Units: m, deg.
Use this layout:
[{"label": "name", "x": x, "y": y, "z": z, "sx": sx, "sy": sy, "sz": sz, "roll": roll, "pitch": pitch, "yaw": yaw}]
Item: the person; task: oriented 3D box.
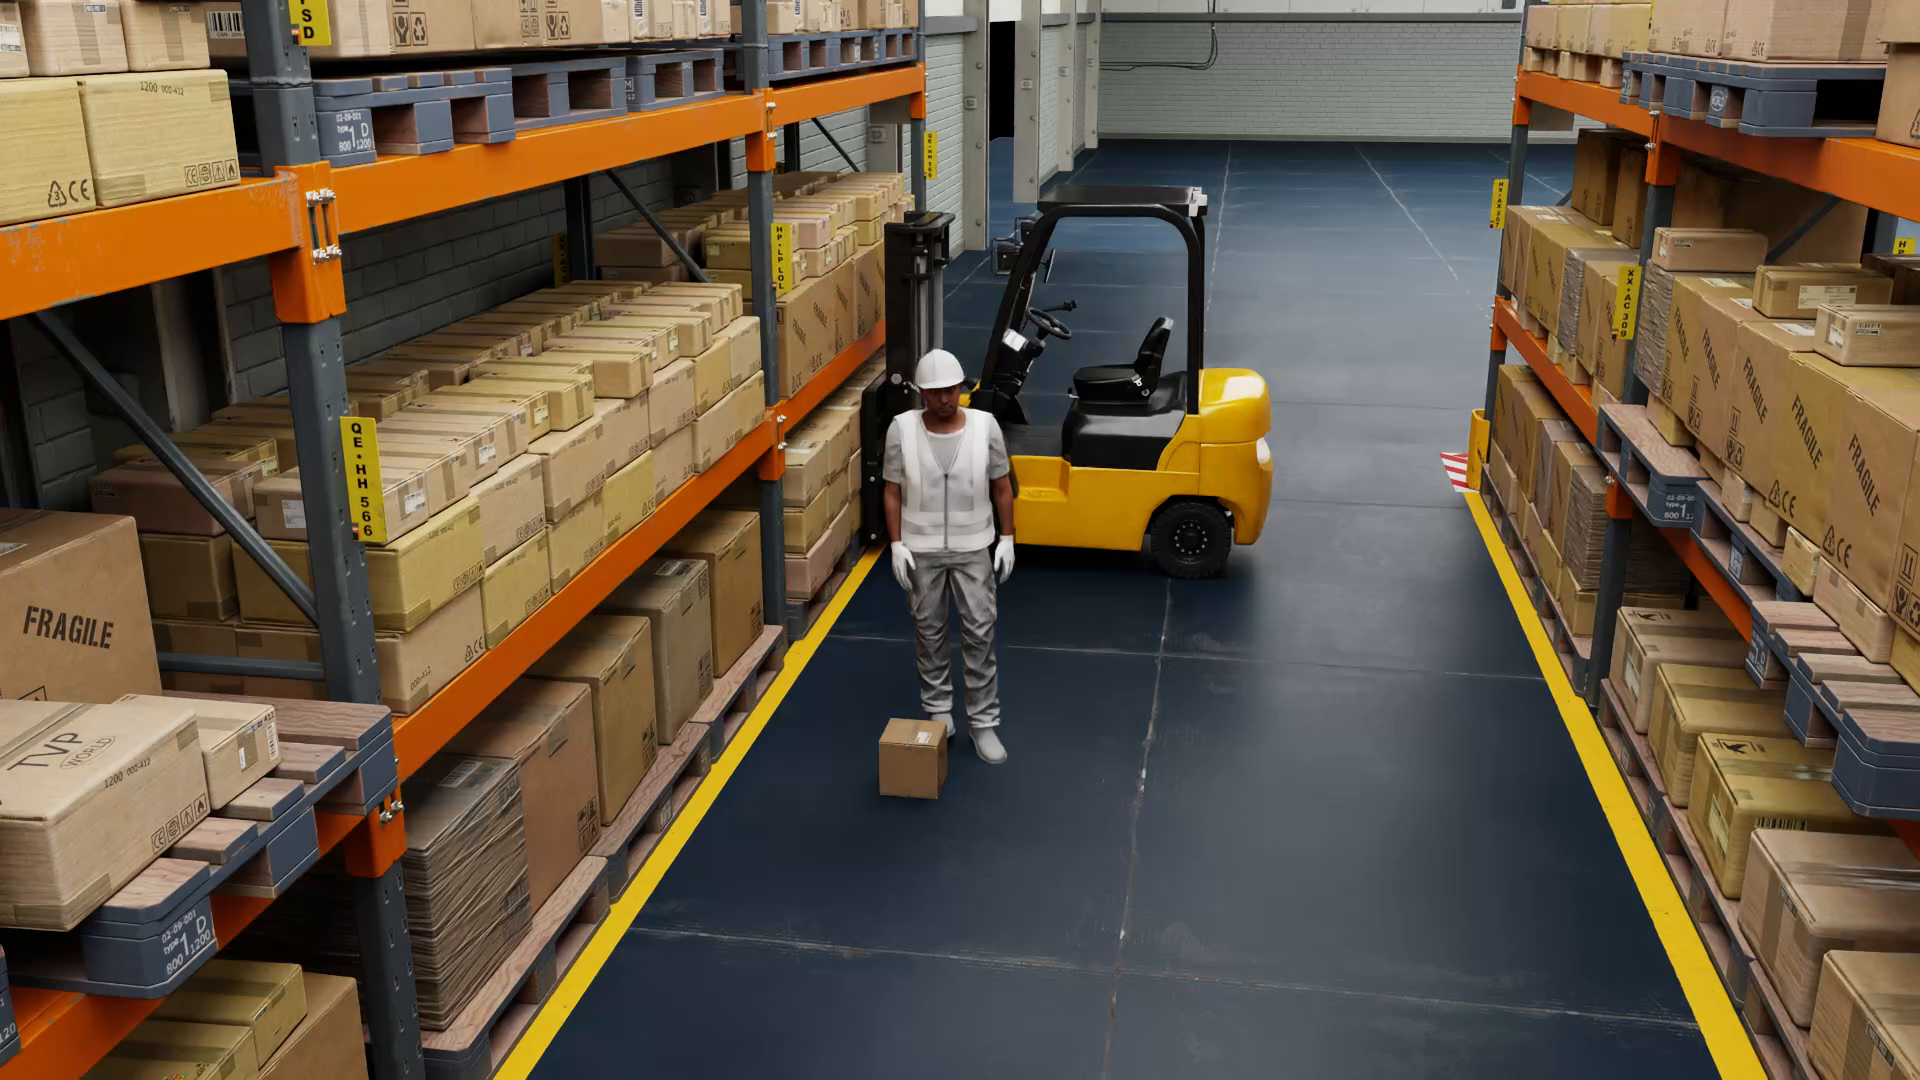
[{"label": "person", "x": -0.044, "y": 0.065, "z": 7.299, "sx": 0.585, "sy": 1.813, "sz": 0.493, "roll": -1, "pitch": 18, "yaw": -2}]
